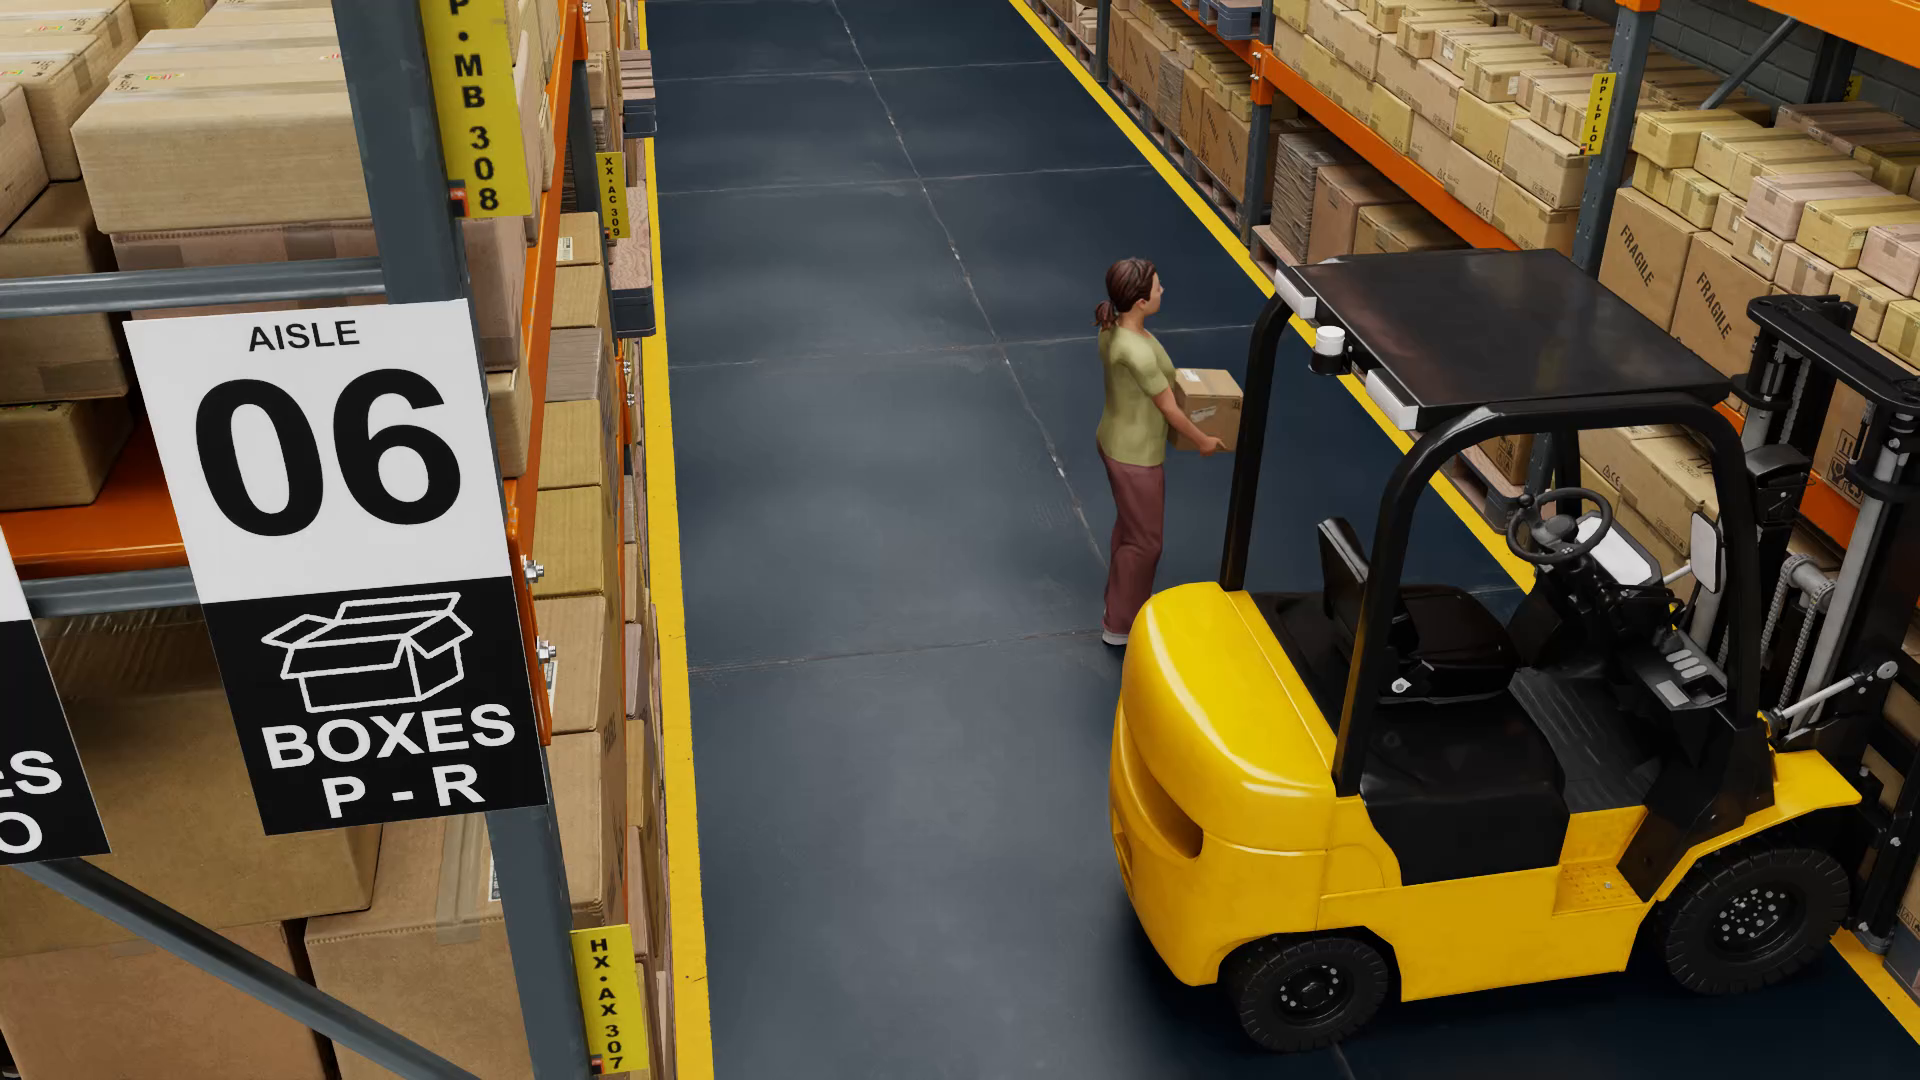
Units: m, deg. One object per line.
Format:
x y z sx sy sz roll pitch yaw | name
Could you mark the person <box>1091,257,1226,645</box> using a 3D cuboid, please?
0.797 -0.339 6.759 0.491 1.622 0.421 -5 31 -9 | person
